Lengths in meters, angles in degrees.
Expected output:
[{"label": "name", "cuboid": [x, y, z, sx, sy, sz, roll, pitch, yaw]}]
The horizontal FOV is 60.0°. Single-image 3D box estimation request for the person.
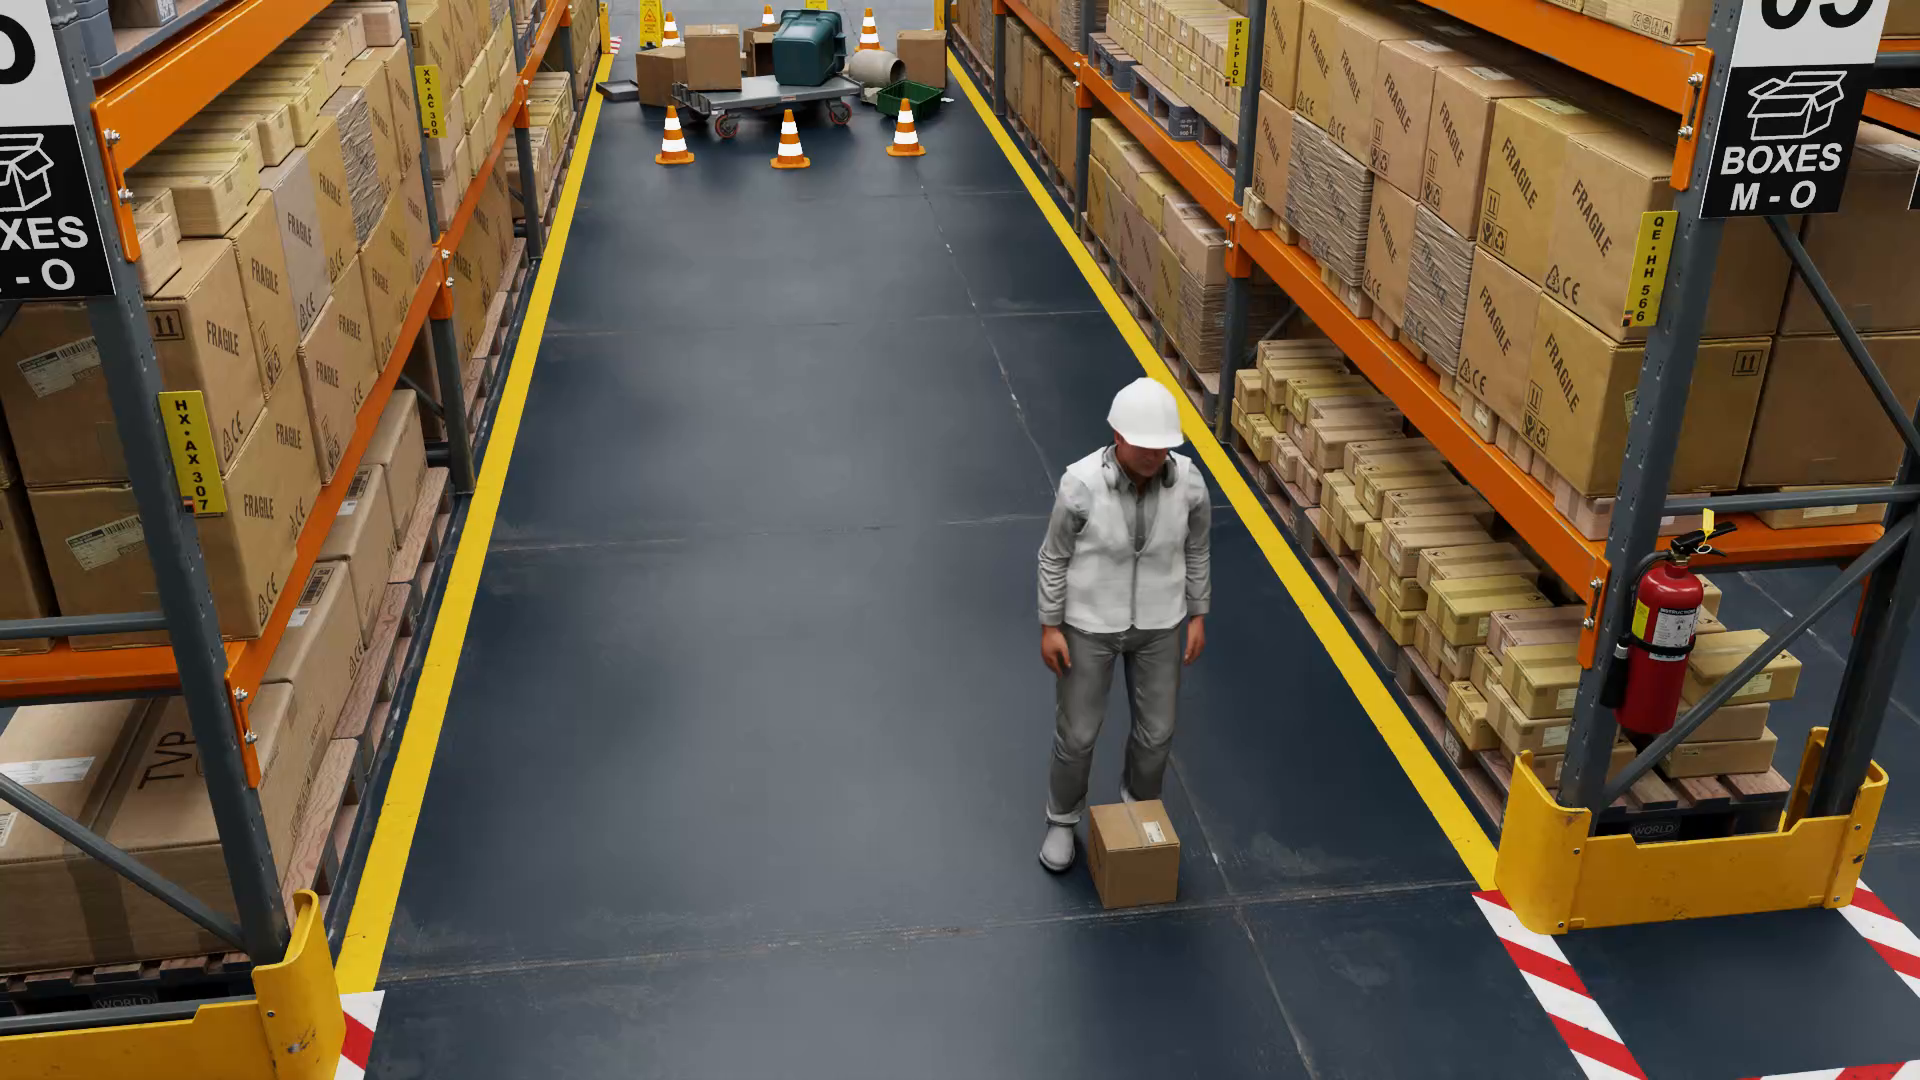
[{"label": "person", "cuboid": [0.546, 0.279, 5.543, 0.585, 1.768, 0.466, -4, 27, -8]}]
